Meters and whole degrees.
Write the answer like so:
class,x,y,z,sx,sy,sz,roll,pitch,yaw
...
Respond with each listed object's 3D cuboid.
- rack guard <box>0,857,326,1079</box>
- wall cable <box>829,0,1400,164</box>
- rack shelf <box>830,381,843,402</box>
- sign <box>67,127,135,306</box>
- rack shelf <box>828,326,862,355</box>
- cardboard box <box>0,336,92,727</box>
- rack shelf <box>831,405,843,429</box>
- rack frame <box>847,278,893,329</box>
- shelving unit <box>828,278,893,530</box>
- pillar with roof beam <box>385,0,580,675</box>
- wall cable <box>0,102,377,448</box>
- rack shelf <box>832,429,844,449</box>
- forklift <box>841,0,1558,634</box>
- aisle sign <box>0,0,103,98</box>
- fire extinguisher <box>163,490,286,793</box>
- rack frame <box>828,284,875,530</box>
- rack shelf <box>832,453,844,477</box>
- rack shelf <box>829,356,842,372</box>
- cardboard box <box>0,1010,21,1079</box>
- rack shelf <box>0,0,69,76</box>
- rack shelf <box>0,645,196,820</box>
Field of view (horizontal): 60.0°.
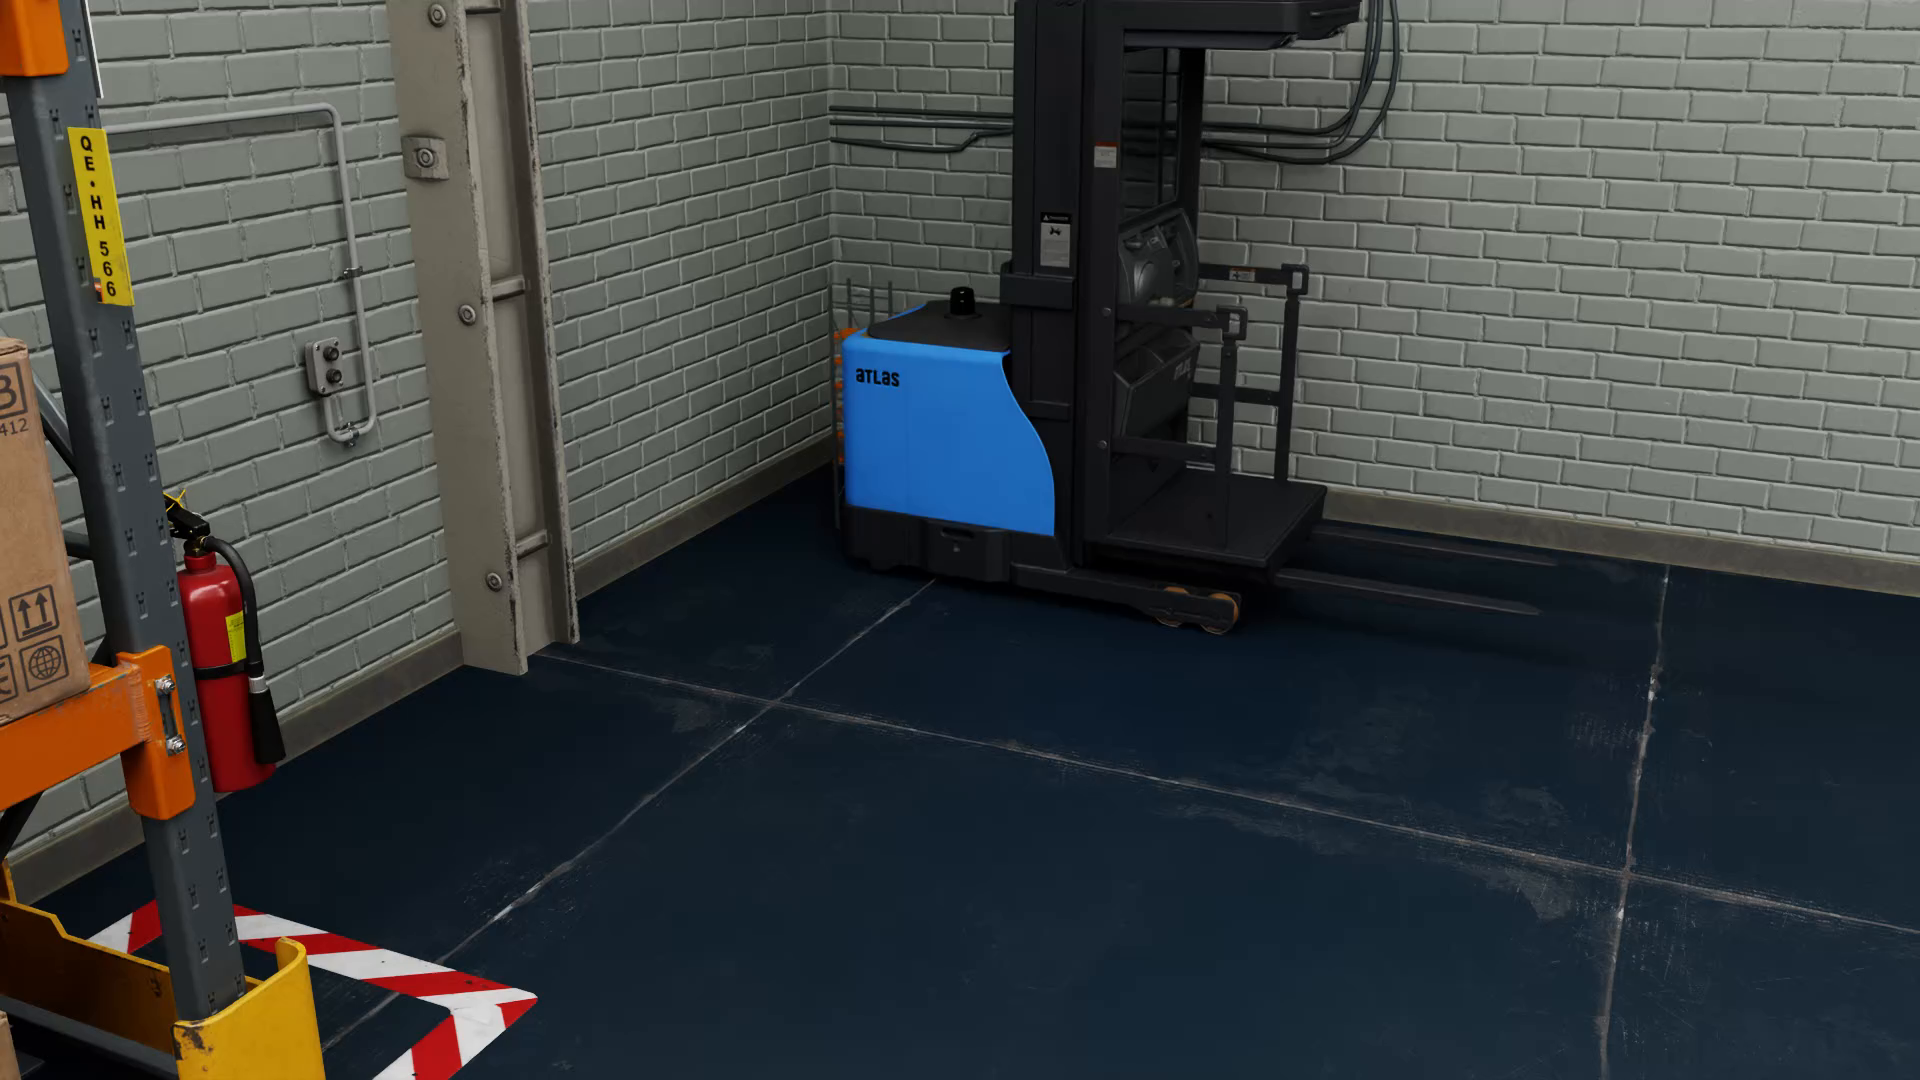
class,x,y,z,sx,sy,sz,roll,pitch,yaw
rack guard,-2.082,1.148,3.994,1.175,0.500,0.348,9,21,23
wall cable,0.550,-3.066,7.793,3.097,2.526,0.112,9,21,23
rack shelf,-0.462,-0.704,7.929,0.258,0.103,0.180,8,21,24
sign,-1.603,-0.600,3.099,0.100,0.325,0.005,9,21,23
rack shelf,-0.464,-0.930,7.849,0.258,0.103,0.180,8,21,24
cardboard box,-2.292,-0.006,3.062,0.980,0.700,0.700,10,22,25
rack shelf,-0.461,-0.591,7.969,0.258,0.103,0.180,8,21,24
rack frame,-0.423,-0.660,8.032,0.240,1.200,0.006,8,21,24
shelving unit,-0.462,-0.633,7.954,0.258,1.200,0.189,8,21,24
pillar with roof beam,2.152,-3.202,3.543,9.100,9.000,0.400,9,21,23
wall cable,-2.431,-1.022,4.850,0.084,1.984,1.851,9,21,23
rack shelf,-0.461,-0.477,8.008,0.258,0.103,0.180,8,21,24
forklift,1.024,-1.194,6.953,3.031,2.935,1.130,9,21,23
aisle sign,-1.789,-1.228,3.065,0.394,0.787,0.004,9,21,23
fire extinguisher,-1.609,0.207,3.581,0.296,0.674,0.183,9,21,23
rack frame,-0.500,-0.605,7.876,0.240,1.200,0.006,8,21,24
rack shelf,-0.460,-0.364,8.048,0.258,0.103,0.180,8,21,24
rack shelf,-0.463,-0.817,7.889,0.258,0.103,0.180,8,21,24
cardboard box,-2.287,1.186,3.262,0.700,0.500,0.500,9,21,23
rack shelf,-2.911,-0.485,1.453,1.077,0.370,4.000,9,21,23
rack shelf,-2.911,0.928,1.956,1.077,0.370,4.000,9,21,23
